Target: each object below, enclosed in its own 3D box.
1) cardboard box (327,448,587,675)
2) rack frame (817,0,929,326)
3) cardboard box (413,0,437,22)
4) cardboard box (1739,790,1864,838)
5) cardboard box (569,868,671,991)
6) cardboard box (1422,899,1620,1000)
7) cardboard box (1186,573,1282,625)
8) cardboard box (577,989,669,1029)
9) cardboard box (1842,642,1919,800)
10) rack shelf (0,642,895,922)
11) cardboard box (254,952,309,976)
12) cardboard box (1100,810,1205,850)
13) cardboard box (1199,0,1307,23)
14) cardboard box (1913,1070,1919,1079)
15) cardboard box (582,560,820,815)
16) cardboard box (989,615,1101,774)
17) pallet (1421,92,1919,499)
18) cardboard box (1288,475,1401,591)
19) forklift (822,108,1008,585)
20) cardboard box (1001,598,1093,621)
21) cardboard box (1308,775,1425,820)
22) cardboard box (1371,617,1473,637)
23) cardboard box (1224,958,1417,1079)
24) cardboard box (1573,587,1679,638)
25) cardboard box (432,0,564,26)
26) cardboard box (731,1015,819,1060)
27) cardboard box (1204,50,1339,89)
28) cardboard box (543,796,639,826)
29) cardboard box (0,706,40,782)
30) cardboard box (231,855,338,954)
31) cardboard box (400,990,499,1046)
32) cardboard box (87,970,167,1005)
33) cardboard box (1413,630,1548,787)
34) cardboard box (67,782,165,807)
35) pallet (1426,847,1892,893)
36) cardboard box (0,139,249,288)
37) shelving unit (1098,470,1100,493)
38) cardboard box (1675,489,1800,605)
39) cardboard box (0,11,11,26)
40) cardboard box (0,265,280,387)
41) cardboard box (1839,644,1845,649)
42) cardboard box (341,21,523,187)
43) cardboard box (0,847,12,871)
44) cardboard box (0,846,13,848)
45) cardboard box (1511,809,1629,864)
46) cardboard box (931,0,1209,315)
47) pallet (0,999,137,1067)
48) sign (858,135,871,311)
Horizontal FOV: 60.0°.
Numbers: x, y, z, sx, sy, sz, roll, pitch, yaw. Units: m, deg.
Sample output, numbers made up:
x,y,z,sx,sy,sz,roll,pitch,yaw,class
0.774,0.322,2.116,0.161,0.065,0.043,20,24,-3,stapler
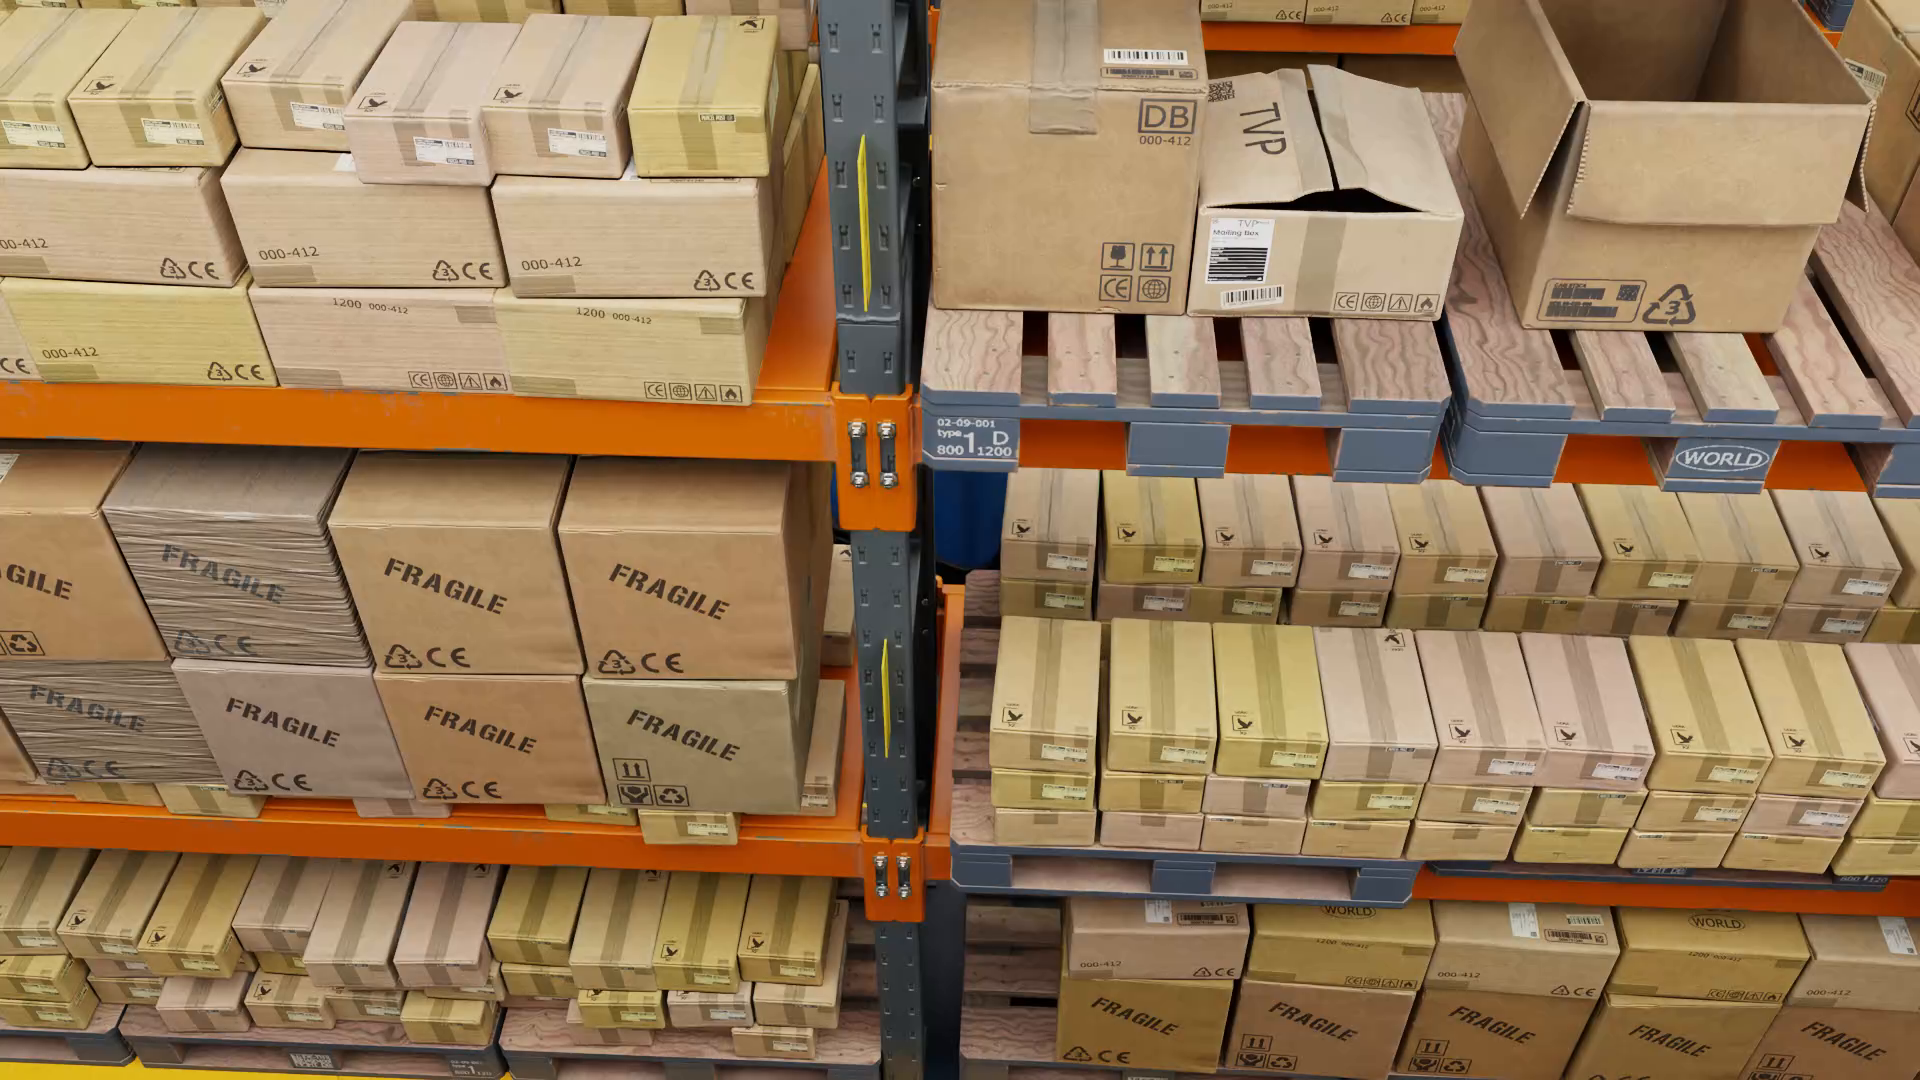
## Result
x,y,z,sx,sy,sz,roll,pitch,yaw,class
-1.159,-0.024,4.050,0.500,0.500,0.500,1,43,1,cardboard box
-0.161,-1.866,2.651,0.127,3.000,1.000,2,43,2,rack frame
-1.222,-1.255,3.647,0.250,0.149,0.380,1,43,1,cardboard box
2.033,0.539,4.129,0.250,0.149,0.380,3,43,3,cardboard box
-1.034,1.184,5.125,0.250,0.149,0.380,1,43,2,cardboard box
1.607,1.052,4.896,0.500,0.250,0.500,3,43,4,cardboard box
0.757,0.054,4.650,0.250,0.149,0.380,3,43,4,cardboard box
-1.029,1.321,5.197,0.250,0.149,0.380,0,43,0,cardboard box
2.305,0.436,4.021,0.250,0.149,0.380,2,43,2,cardboard box
-2.159,0.531,5.007,4.000,0.370,1.077,2,43,2,rack shelf
-2.062,1.193,5.334,0.250,0.149,0.380,4,43,4,cardboard box
0.490,0.598,4.284,0.250,0.149,0.380,2,43,3,cardboard box
1.417,-2.755,8.116,0.500,0.250,0.500,1,43,2,cardboard box
3.166,1.371,5.103,0.500,0.500,0.500,2,43,2,cardboard box
-0.656,0.362,4.370,0.500,0.500,0.500,2,43,2,cardboard box
0.212,0.375,4.086,0.250,0.149,0.380,4,43,4,cardboard box
1.488,-0.578,3.607,1.003,0.211,1.213,2,43,2,pallet
1.038,-0.046,4.538,0.250,0.149,0.380,2,43,2,cardboard box
-0.978,-1.515,6.726,3.031,2.935,1.130,21,47,21,forklift
0.245,0.145,4.770,0.250,0.149,0.380,1,43,1,cardboard box
0.989,0.506,4.164,0.250,0.149,0.380,0,43,0,cardboard box
1.282,0.174,4.739,0.250,0.149,0.380,0,43,0,cardboard box
1.094,1.309,5.170,0.500,0.500,0.500,4,43,4,cardboard box
1.805,0.086,4.615,0.250,0.149,0.380,3,43,3,cardboard box
-0.964,-1.216,3.605,0.250,0.149,0.380,1,43,1,cardboard box
-0.568,1.439,5.288,0.250,0.149,0.380,2,43,2,cardboard box
1.487,-2.433,8.912,0.875,0.875,0.875,3,43,3,cardboard box
-0.983,0.589,4.601,0.250,0.149,0.380,3,43,4,cardboard box
-2.696,0.286,4.451,0.500,0.500,0.500,2,43,2,cardboard box
-2.077,1.095,5.220,0.250,0.149,0.380,2,43,2,cardboard box
-1.602,1.407,5.322,0.250,0.149,0.380,2,43,2,cardboard box
-2.624,1.311,5.426,0.250,0.149,0.380,2,43,2,cardboard box
1.252,0.406,4.053,0.250,0.149,0.380,1,43,2,cardboard box
-2.287,0.545,4.649,0.250,0.149,0.380,3,43,3,cardboard box
1.856,0.490,4.665,1.213,0.211,1.003,2,43,2,pallet
-1.673,-0.774,3.423,0.500,0.250,0.500,3,43,4,cardboard box
0.523,-0.180,6.563,0.503,1.200,0.258,2,43,2,shelving unit
2.069,-0.012,4.503,0.250,0.149,0.380,3,43,3,cardboard box
-2.033,-0.881,3.246,0.250,0.149,0.380,1,43,1,cardboard box
-1.669,-0.583,3.584,0.500,0.250,0.500,1,43,1,cardboard box
2.324,0.209,4.701,0.250,0.149,0.380,3,43,3,cardboard box
-0.996,-0.845,3.207,0.250,0.149,0.380,2,43,2,cardboard box
-3.122,1.147,5.165,0.250,0.149,0.380,2,43,2,cardboard box
-3.125,1.172,5.356,0.250,0.149,0.380,2,43,2,cardboard box
1.517,0.630,4.250,0.250,0.149,0.380,1,43,1,cardboard box
0.213,-0.872,3.403,0.500,0.500,0.700,2,43,2,cardboard box
-3.271,1.278,5.723,1.213,0.211,1.003,2,43,2,pallet
-0.177,-0.587,3.100,0.005,0.325,0.100,2,43,2,sign
